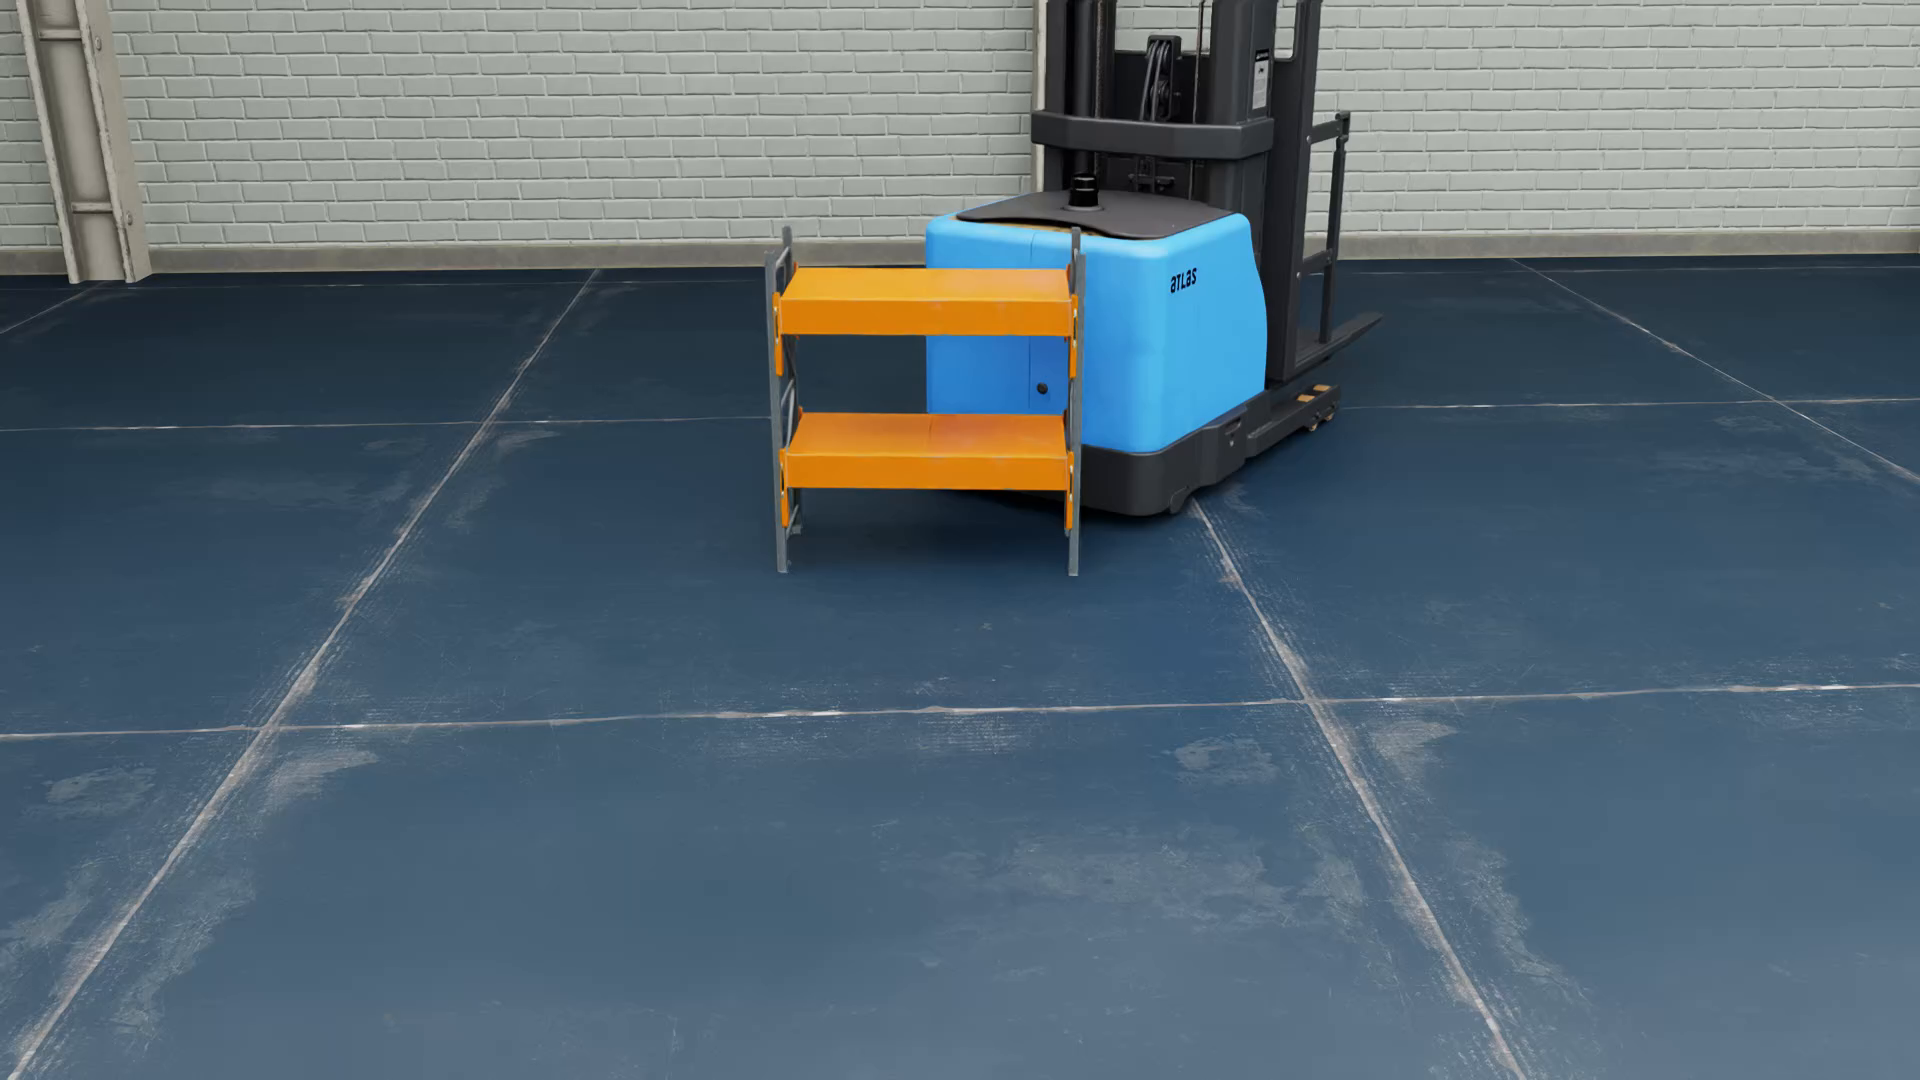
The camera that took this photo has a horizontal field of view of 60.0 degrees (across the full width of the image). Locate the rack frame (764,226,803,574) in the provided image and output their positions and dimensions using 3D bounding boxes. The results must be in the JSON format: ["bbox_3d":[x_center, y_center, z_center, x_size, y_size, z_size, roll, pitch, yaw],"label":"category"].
[{"bbox_3d":[-0.615,-0.497,5.844,0.032,1.125,0.500,1,21,2],"label":"rack frame"}]

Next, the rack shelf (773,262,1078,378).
[{"bbox_3d":[-0.107,-0.765,5.727,1.000,0.278,0.538,1,21,2],"label":"rack shelf"}]

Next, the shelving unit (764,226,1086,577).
[{"bbox_3d":[-0.107,-0.491,5.831,1.048,1.125,0.538,1,21,2],"label":"shelving unit"}]

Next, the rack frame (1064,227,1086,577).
[{"bbox_3d":[0.401,-0.486,5.817,0.032,1.125,0.500,1,21,2],"label":"rack frame"}]

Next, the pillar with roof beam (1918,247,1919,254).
[{"bbox_3d":[6.898,-4.568,5.471,0.400,9.000,9.100,-1,21,-3],"label":"pillar with roof beam"}]

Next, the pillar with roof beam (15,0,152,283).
[{"bbox_3d":[-5.082,-4.324,4.831,0.400,9.000,9.100,-1,21,-3],"label":"pillar with roof beam"}]

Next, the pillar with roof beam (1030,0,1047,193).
[{"bbox_3d":[0.908,-4.446,5.151,0.400,9.000,9.100,-1,21,-3],"label":"pillar with roof beam"}]

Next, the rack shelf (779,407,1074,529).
[{"bbox_3d":[-0.107,-0.263,5.918,1.000,0.278,0.538,1,21,2],"label":"rack shelf"}]

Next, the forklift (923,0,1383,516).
[{"bbox_3d":[1.071,-1.931,7.073,1.130,2.935,3.031,13,24,30],"label":"forklift"}]
